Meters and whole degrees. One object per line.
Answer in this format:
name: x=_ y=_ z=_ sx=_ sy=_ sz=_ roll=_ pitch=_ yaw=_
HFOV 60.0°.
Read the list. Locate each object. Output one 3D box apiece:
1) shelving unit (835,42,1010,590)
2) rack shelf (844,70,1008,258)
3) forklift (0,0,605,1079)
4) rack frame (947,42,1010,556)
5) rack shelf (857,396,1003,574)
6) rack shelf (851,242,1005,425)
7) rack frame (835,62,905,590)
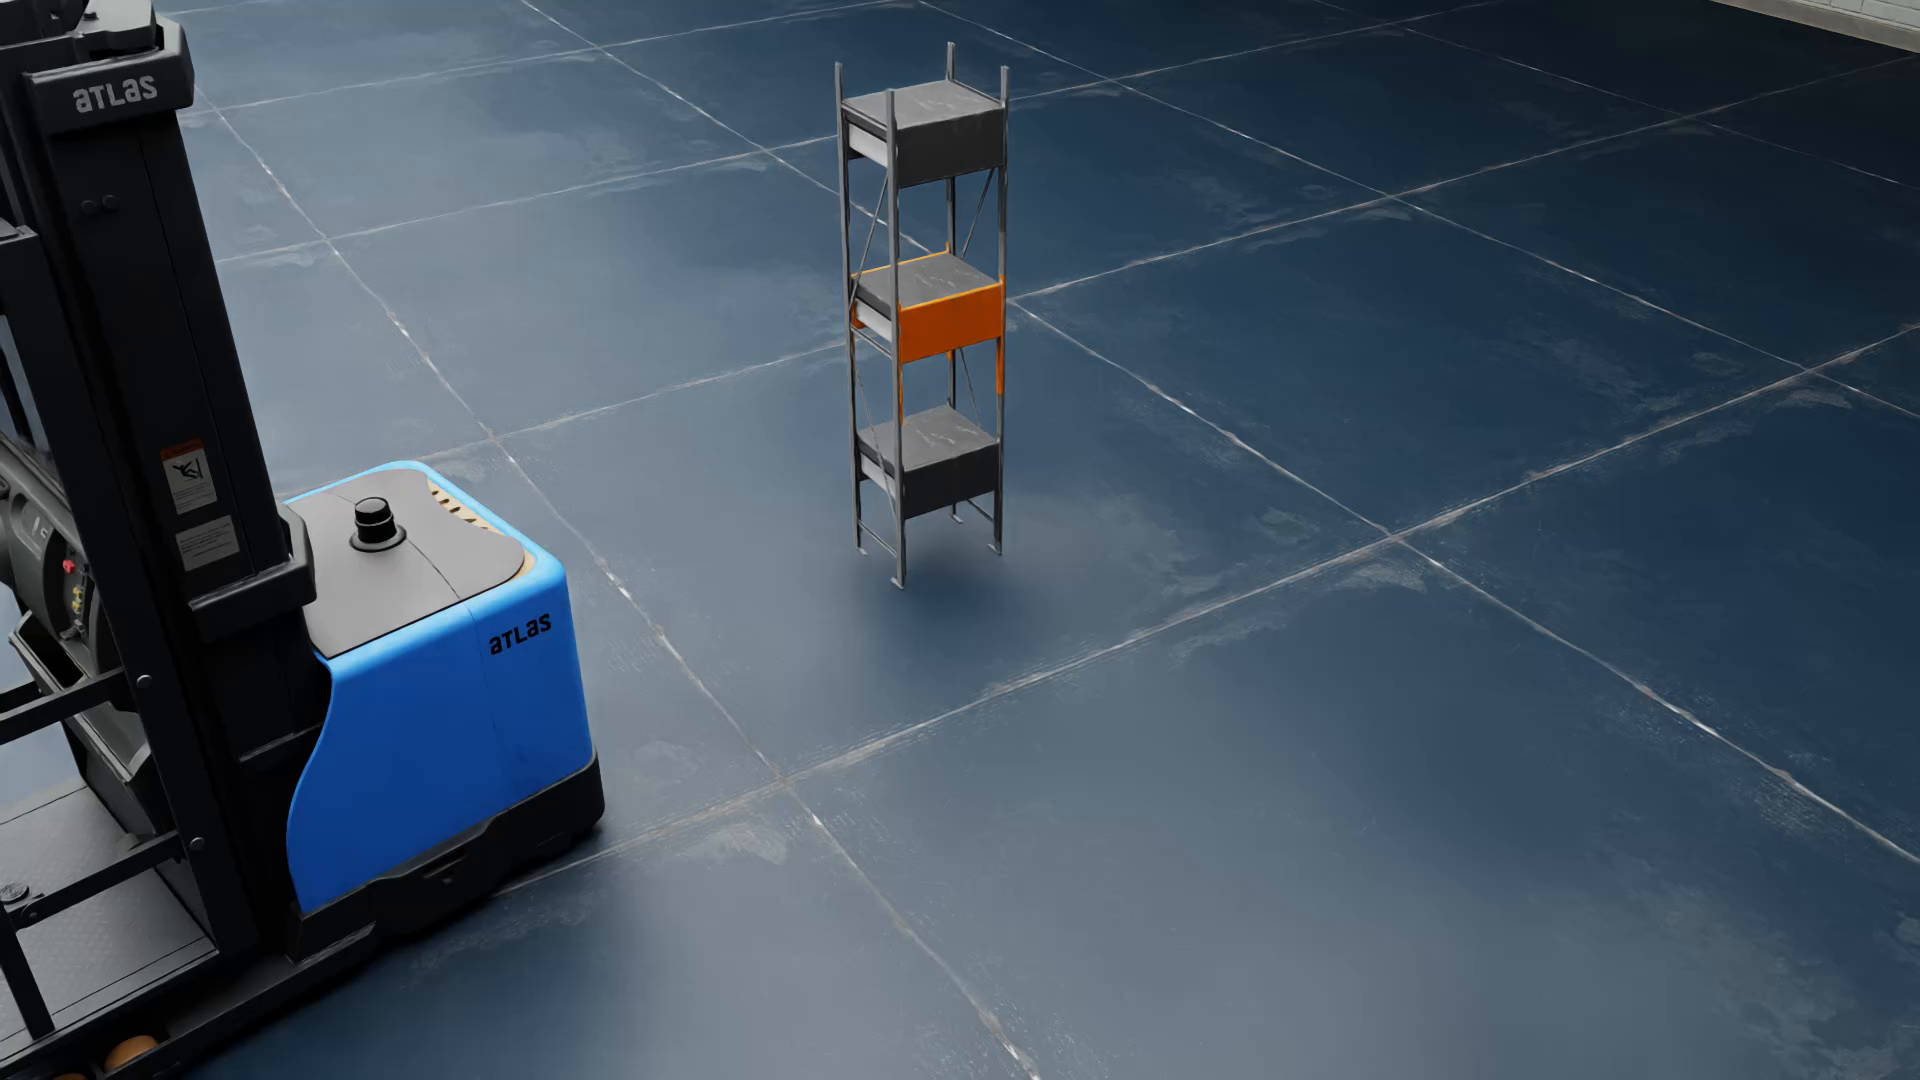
shelving unit: x=-0.139 y=-0.840 z=6.614 sx=0.503 sy=2.100 sz=0.431 roll=-19 pitch=37 yaw=-27
rack shelf: x=-0.139 y=-1.421 z=6.248 sx=0.480 sy=0.518 sz=0.431 roll=-19 pitch=37 yaw=-27
forklift: x=-2.620 y=0.101 z=4.343 sx=3.031 sy=2.935 sz=1.130 roll=-27 pitch=41 yaw=-36
rack frame: x=0.066 y=-0.911 z=6.726 sx=0.015 sy=2.100 sz=0.400 roll=-19 pitch=37 yaw=-27
rack shelf: x=-0.139 y=-0.237 z=6.995 sx=0.480 sy=0.518 sz=0.431 roll=-19 pitch=37 yaw=-27
rack shelf: x=-0.139 y=-0.829 z=6.621 sx=0.480 sy=0.518 sz=0.431 roll=-19 pitch=37 yaw=-27
rack frame: x=-0.344 y=-0.770 z=6.502 sx=0.015 sy=2.100 sz=0.400 roll=-19 pitch=37 yaw=-27
